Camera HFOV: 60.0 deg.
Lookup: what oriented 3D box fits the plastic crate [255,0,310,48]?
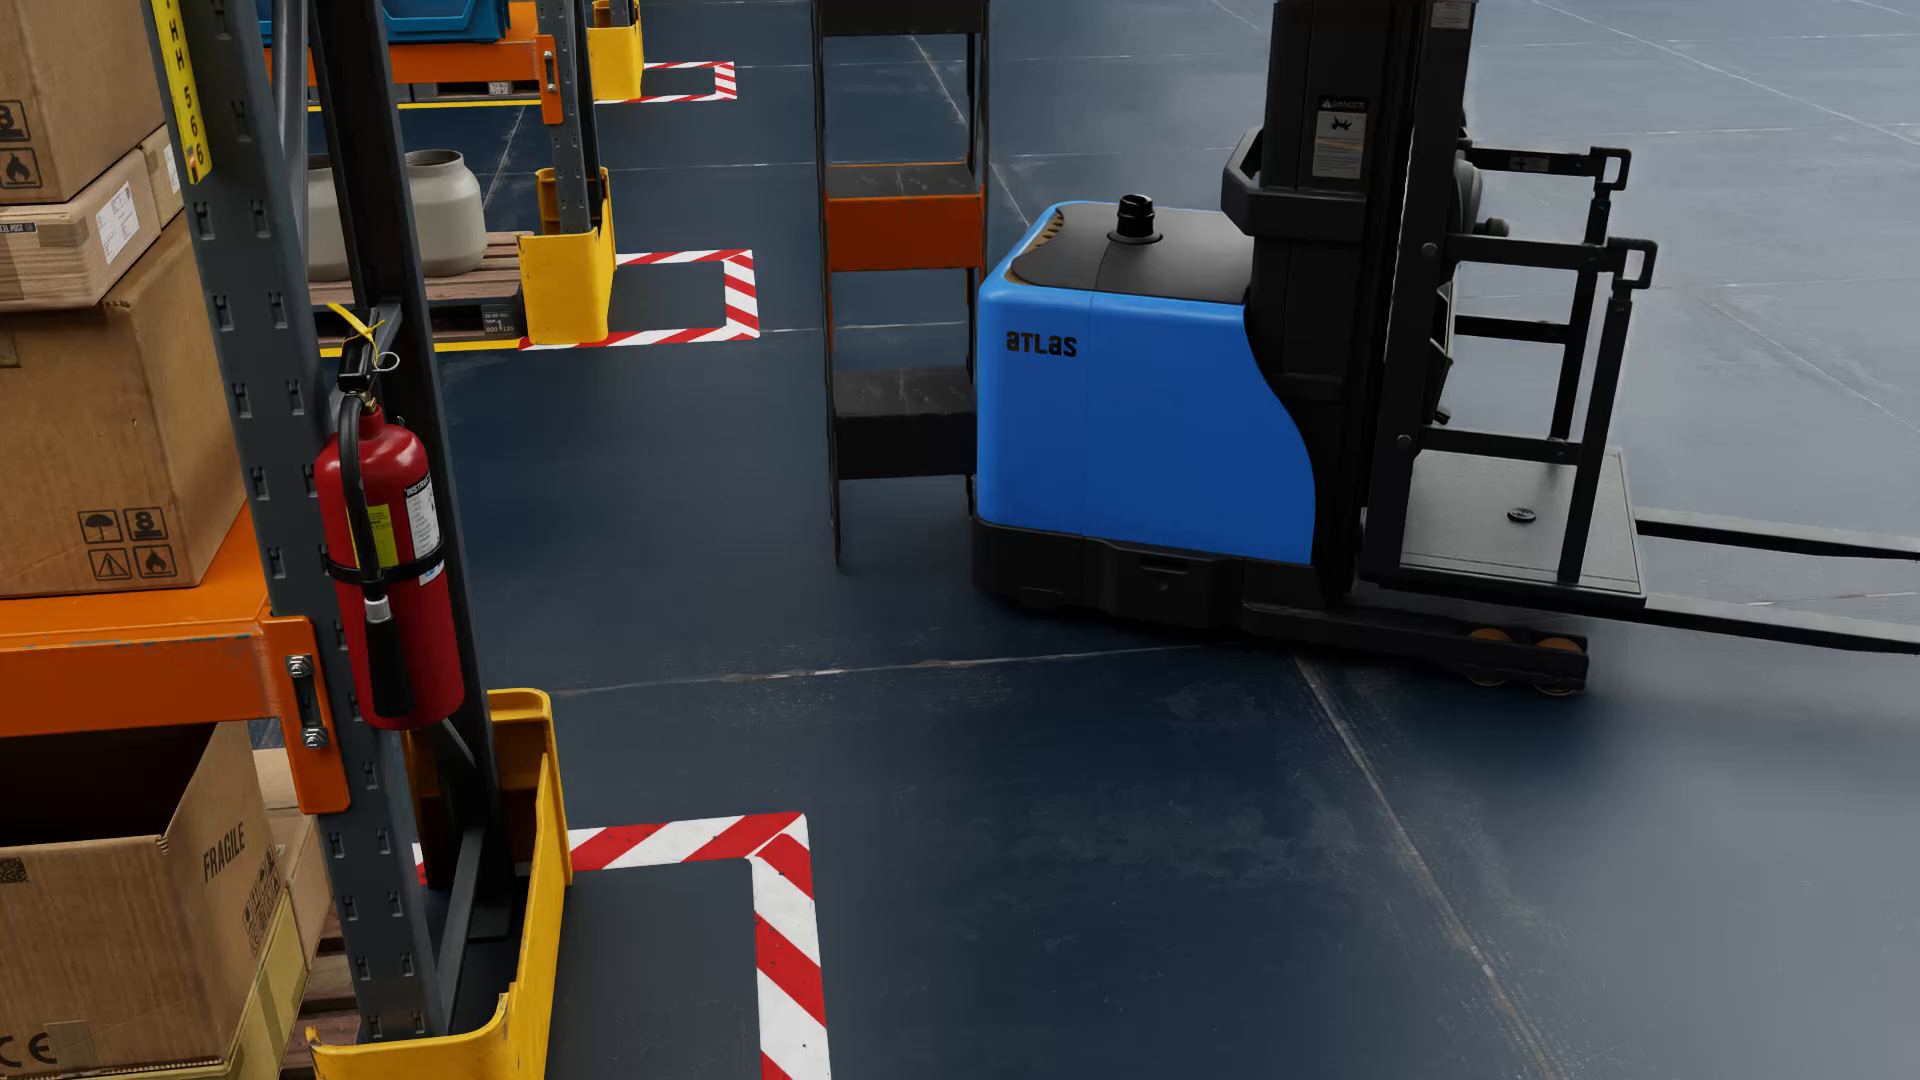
[{"bbox_3d":[-2.873,-2.231,6.975,0.408,0.251,0.499,-4,27,-7],"label":"plastic crate"}]

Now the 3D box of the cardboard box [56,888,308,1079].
[{"bbox_3d":[-1.578,0.941,3.183,0.500,0.250,0.500,-4,27,-7],"label":"cardboard box"}]

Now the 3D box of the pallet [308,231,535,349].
[{"bbox_3d":[-2.649,-1.187,7.832,1.213,0.211,1.003,-4,27,-7],"label":"pallet"}]

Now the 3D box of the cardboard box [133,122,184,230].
[{"bbox_3d":[-1.507,-0.669,2.948,0.250,0.149,0.380,-4,27,-7],"label":"cardboard box"}]

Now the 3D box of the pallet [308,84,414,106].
[{"bbox_3d":[-4.555,-3.385,12.116,1.213,0.211,1.003,-4,27,-7],"label":"pallet"}]

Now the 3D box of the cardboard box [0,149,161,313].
[{"bbox_3d":[-1.440,-0.486,2.592,0.250,0.149,0.380,-4,27,-8],"label":"cardboard box"}]

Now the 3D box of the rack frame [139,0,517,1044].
[{"bbox_3d":[-1.088,-0.264,2.978,0.127,3.000,1.000,-4,27,-7],"label":"rack frame"}]

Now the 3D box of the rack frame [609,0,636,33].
[{"bbox_3d":[-2.465,-4.742,11.706,0.127,3.000,1.000,-4,27,-7],"label":"rack frame"}]

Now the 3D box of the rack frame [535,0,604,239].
[{"bbox_3d":[-1.775,-2.503,7.342,0.127,3.000,1.000,-4,27,-7],"label":"rack frame"}]

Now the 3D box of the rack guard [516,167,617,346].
[{"bbox_3d":[-1.843,-1.365,7.862,0.348,0.500,1.175,-4,27,-7],"label":"rack guard"}]

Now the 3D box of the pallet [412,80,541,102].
[{"bbox_3d":[-3.349,-3.461,12.264,1.213,0.211,1.003,-4,27,-7],"label":"pallet"}]

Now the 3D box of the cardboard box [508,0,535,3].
[{"bbox_3d":[-3.086,-3.785,12.118,0.500,0.500,0.500,1,27,2],"label":"cardboard box"}]

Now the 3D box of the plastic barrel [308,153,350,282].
[{"bbox_3d":[-2.912,-1.475,7.604,0.421,0.512,0.421,0,27,0],"label":"plastic barrel"}]

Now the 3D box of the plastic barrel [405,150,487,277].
[{"bbox_3d":[-2.416,-1.507,7.666,0.421,0.512,0.421,0,27,0],"label":"plastic barrel"}]

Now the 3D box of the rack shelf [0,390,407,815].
[{"bbox_3d":[-3.069,0.184,2.894,4.000,0.370,1.077,-4,27,-7],"label":"rack shelf"}]

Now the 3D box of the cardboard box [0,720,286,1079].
[{"bbox_3d":[-1.578,0.608,3.010,0.500,0.500,0.500,-4,27,-7],"label":"cardboard box"}]

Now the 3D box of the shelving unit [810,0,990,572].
[{"bbox_3d":[-0.186,-0.931,5.263,0.503,2.100,0.431,-3,27,-5],"label":"shelving unit"}]

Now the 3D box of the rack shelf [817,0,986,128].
[{"bbox_3d":[-0.186,-1.541,4.948,0.480,0.518,0.431,-3,27,-5],"label":"rack shelf"}]

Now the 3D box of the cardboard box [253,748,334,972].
[{"bbox_3d":[-1.650,0.707,3.639,0.500,0.250,0.500,-4,27,-7],"label":"cardboard box"}]

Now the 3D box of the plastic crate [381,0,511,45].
[{"bbox_3d":[-2.229,-2.270,7.051,0.616,0.251,0.499,-4,27,-7],"label":"plastic crate"}]

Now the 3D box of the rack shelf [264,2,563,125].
[{"bbox_3d":[-3.755,-2.056,7.259,4.000,0.370,1.077,-4,27,-7],"label":"rack shelf"}]

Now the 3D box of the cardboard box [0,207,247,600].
[{"bbox_3d":[-1.552,-0.284,2.908,0.500,0.500,0.700,-4,27,-7],"label":"cardboard box"}]

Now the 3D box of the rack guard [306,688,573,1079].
[{"bbox_3d":[-1.065,0.847,3.552,0.348,0.500,1.175,-4,27,-7],"label":"rack guard"}]

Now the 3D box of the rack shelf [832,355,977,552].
[{"bbox_3d":[-0.186,-0.297,5.590,0.480,0.518,0.431,-3,27,-5],"label":"rack shelf"}]

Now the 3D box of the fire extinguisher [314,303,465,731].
[{"bbox_3d":[-0.907,-0.027,2.601,0.183,0.674,0.296,-4,27,-7],"label":"fire extinguisher"}]

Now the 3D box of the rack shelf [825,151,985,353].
[{"bbox_3d":[-0.186,-0.919,5.269,0.480,0.518,0.431,-3,27,-5],"label":"rack shelf"}]

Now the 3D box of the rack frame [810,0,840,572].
[{"bbox_3d":[-0.429,-0.919,5.239,0.015,2.100,0.400,-3,27,-5],"label":"rack frame"}]

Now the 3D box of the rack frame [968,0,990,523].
[{"bbox_3d":[0.056,-0.943,5.286,0.015,2.100,0.400,-3,27,-5],"label":"rack frame"}]

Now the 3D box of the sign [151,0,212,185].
[{"bbox_3d":[-1.027,-0.638,2.180,0.005,0.325,0.100,-4,27,-7],"label":"sign"}]

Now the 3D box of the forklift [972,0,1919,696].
[{"bbox_3d":[1.614,-1.119,4.720,3.031,2.935,1.130,8,28,14],"label":"forklift"}]

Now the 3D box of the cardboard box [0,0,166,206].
[{"bbox_3d":[-1.605,-0.858,2.606,0.500,0.500,0.700,-4,27,-7],"label":"cardboard box"}]

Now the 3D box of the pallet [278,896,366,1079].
[{"bbox_3d":[-1.840,1.045,3.483,1.213,0.211,1.003,-4,27,-7],"label":"pallet"}]

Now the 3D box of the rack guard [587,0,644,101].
[{"bbox_3d":[-2.540,-3.625,12.267,0.348,0.500,1.175,-4,27,-7],"label":"rack guard"}]
